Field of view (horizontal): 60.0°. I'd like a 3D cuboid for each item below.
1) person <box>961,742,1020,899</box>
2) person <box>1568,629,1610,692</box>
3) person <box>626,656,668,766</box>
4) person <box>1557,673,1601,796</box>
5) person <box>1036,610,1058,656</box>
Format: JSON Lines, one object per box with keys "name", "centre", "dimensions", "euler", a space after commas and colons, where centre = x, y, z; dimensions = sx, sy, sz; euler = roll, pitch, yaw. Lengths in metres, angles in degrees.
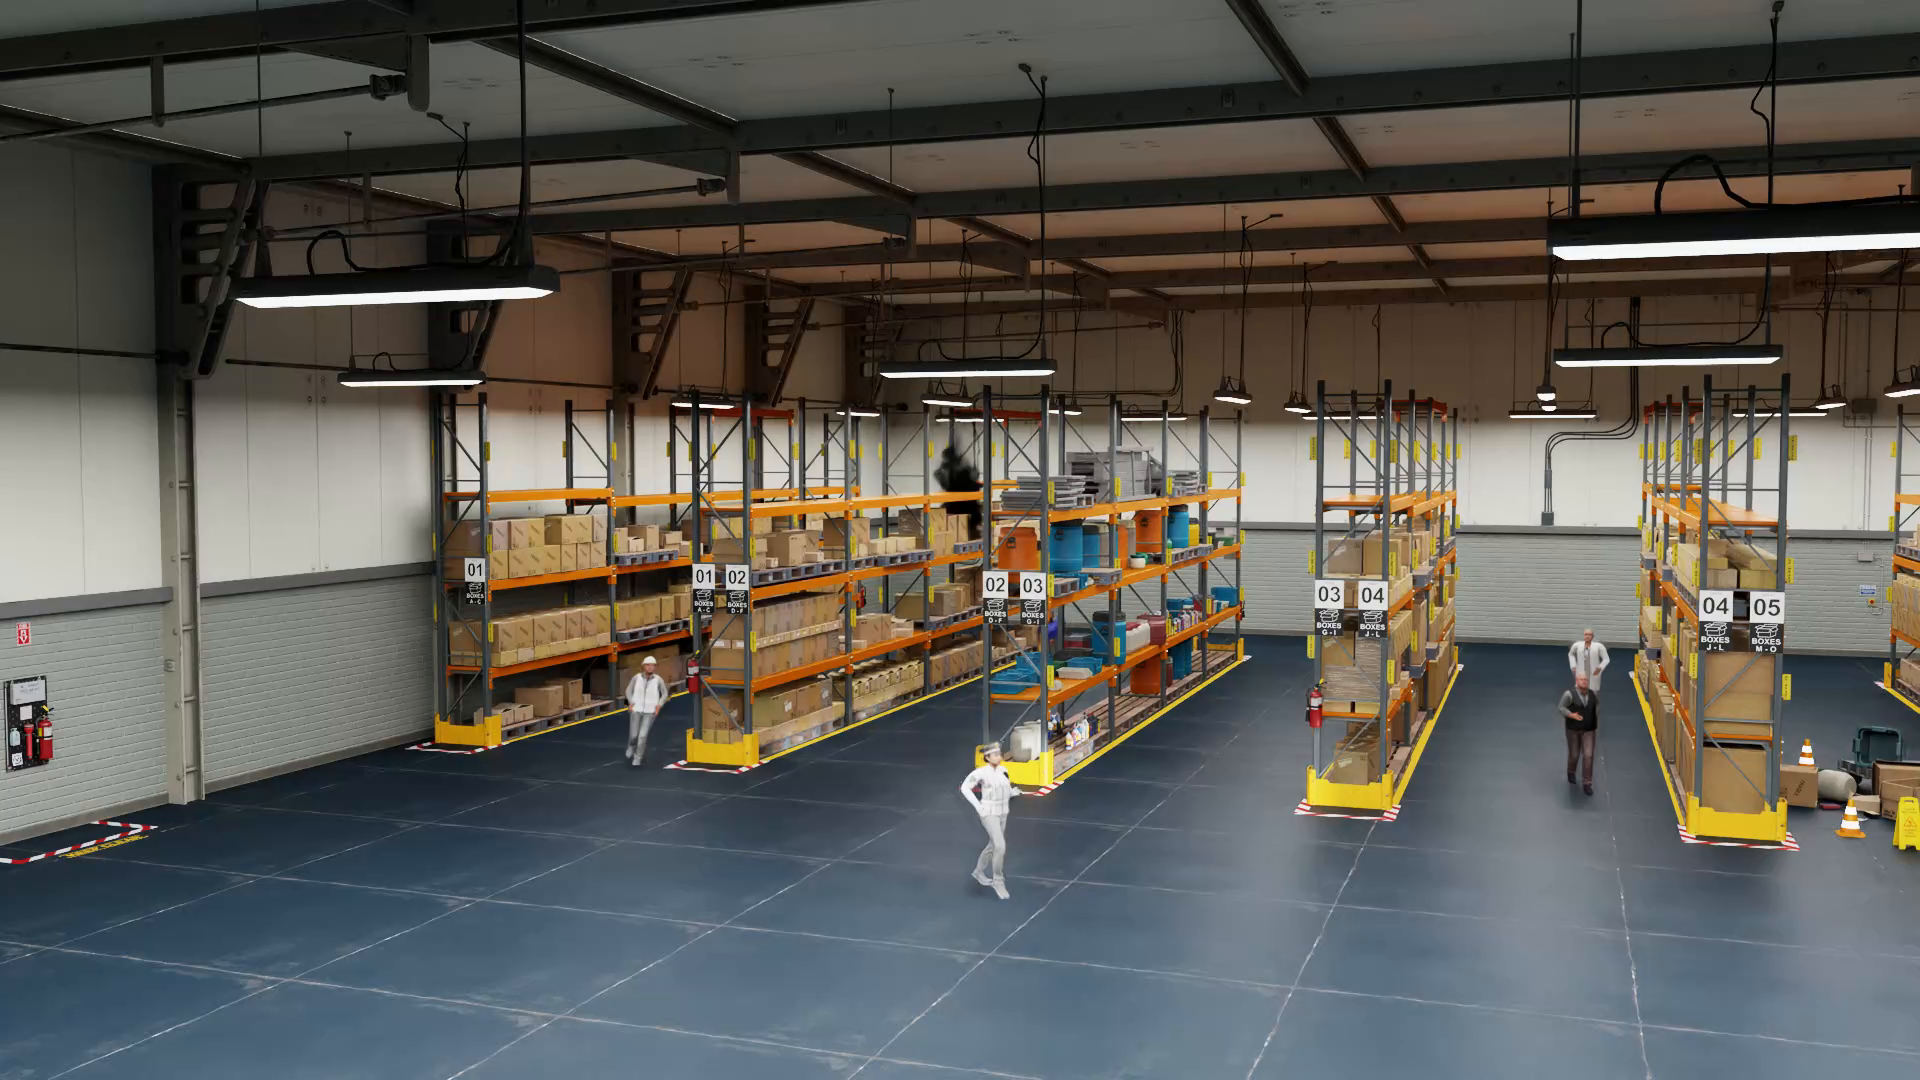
{"name": "person", "centre": [0.378, 3.152, 18.825], "dimensions": [0.709, 1.752, 0.593], "euler": [3, 4, 43]}
{"name": "person", "centre": [11.509, 2.508, 30.466], "dimensions": [0.720, 1.782, 0.946], "euler": [1, 3, 24]}
{"name": "person", "centre": [-5.030, 2.720, 26.674], "dimensions": [0.701, 1.723, 0.619], "euler": [0, 3, -8]}
{"name": "person", "centre": [9.149, 2.829, 24.554], "dimensions": [0.650, 1.741, 0.888], "euler": [1, 3, 10]}
{"name": "person", "centre": [1.892, 2.301, 35.525], "dimensions": [0.561, 1.618, 0.570], "euler": [0, 3, 7]}
